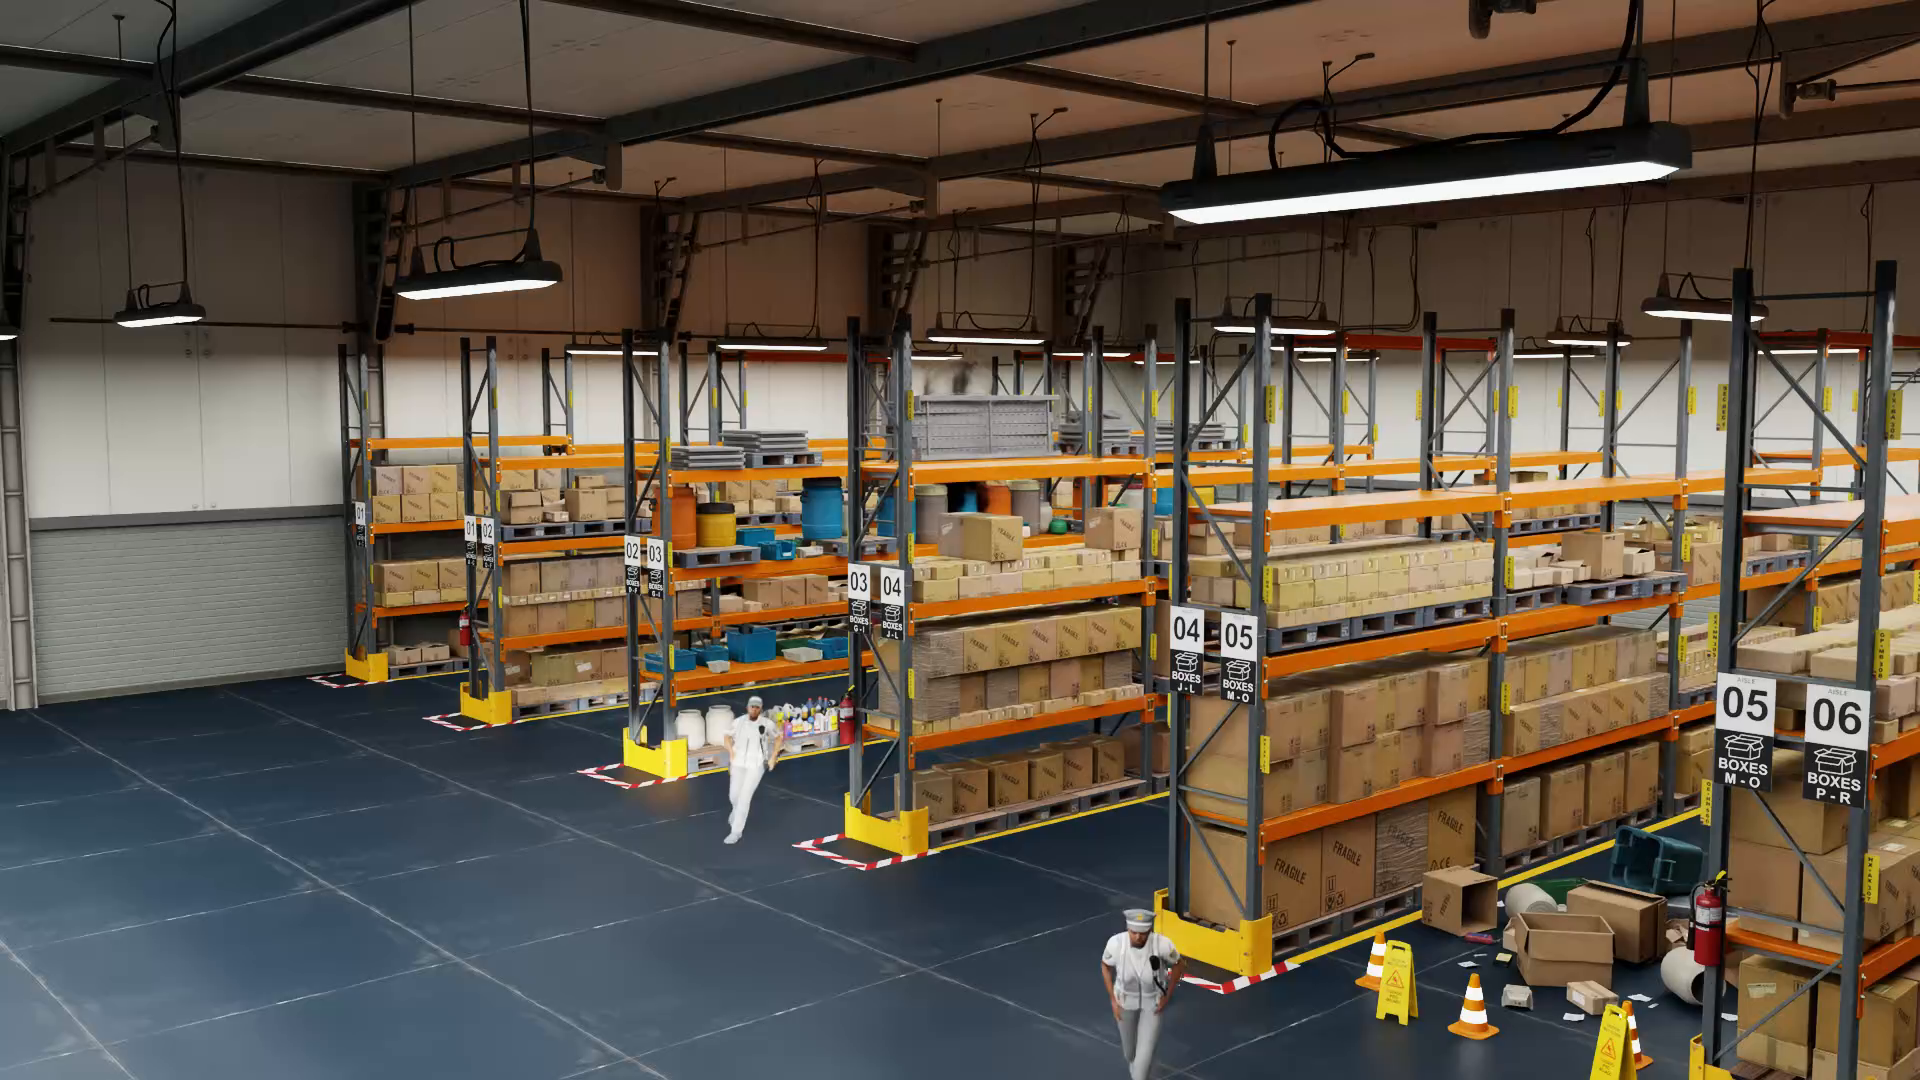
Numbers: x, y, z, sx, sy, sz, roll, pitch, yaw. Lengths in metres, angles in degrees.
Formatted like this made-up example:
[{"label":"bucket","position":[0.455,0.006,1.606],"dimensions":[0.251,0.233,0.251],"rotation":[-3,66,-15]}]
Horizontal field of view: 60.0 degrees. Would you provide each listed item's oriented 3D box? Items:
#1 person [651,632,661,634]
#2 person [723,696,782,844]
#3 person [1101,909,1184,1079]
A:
[{"label":"person","position":[-5.411,1.706,30.363],"dimensions":[0.894,1.548,0.557],"rotation":[-5,7,-42]},{"label":"person","position":[-2.446,2.624,19.284],"dimensions":[0.692,1.625,0.920],"rotation":[1,5,9]},{"label":"person","position":[1.301,3.330,11.903],"dimensions":[0.583,1.631,0.909],"rotation":[0,5,5]}]
